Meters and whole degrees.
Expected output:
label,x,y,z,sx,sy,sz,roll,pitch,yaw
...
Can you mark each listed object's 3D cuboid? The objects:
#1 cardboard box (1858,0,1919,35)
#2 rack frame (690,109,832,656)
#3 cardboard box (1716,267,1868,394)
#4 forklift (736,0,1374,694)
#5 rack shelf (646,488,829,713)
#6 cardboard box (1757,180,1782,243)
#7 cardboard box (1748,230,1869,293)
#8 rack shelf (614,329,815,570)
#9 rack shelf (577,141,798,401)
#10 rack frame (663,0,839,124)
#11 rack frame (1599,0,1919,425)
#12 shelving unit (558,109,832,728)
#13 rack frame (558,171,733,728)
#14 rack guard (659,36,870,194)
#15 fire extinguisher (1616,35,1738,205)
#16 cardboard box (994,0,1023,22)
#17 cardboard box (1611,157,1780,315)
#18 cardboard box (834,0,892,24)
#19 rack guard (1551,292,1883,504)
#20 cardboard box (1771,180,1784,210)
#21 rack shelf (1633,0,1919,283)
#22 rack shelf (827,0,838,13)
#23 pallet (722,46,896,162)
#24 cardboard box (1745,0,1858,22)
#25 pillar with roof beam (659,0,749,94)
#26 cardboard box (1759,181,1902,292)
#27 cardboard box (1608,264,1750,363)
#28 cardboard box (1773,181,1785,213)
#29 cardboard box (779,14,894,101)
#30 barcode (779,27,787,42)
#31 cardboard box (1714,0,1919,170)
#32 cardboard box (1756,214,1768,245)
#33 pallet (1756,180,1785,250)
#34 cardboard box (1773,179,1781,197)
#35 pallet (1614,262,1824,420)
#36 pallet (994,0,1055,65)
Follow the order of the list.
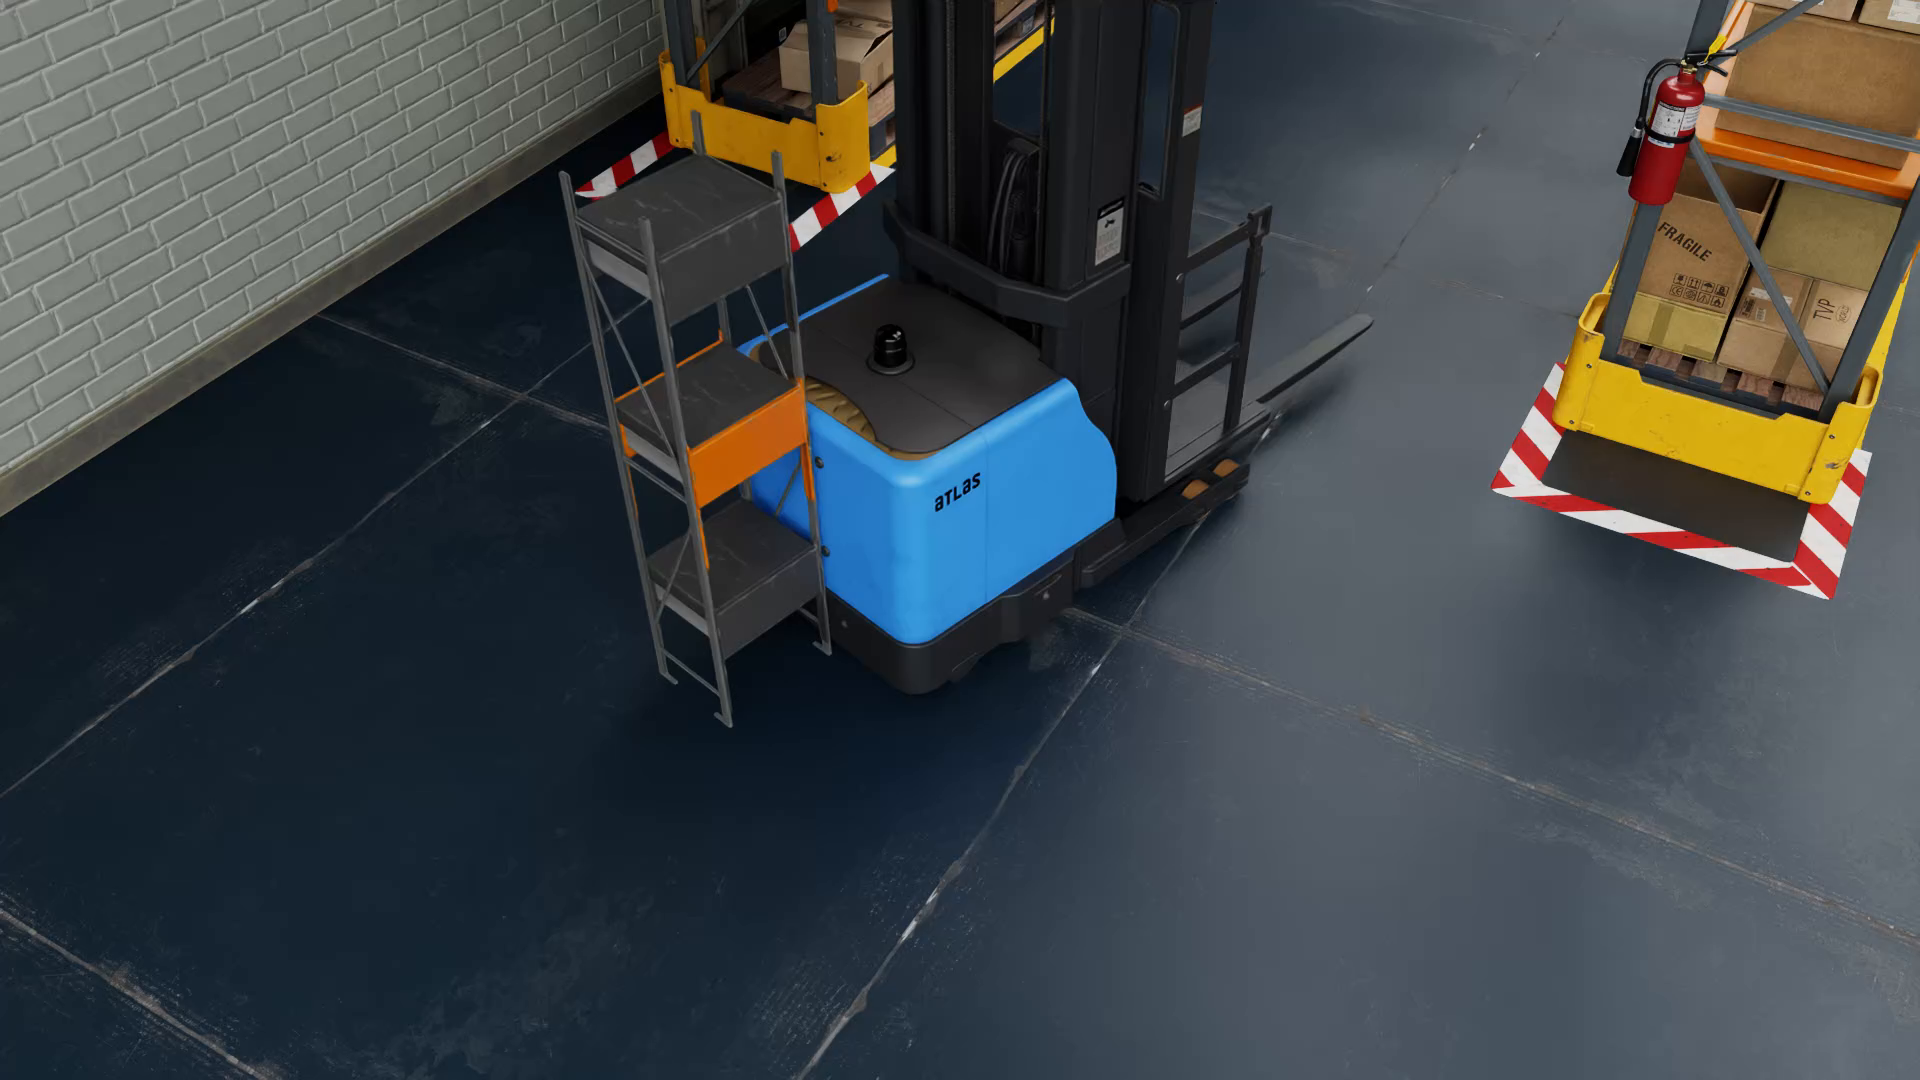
label,x,y,z,sx,sy,sz,roll,pitch,yaw
cardboard box,3.581,-1.998,6.182,0.380,0.149,0.250,21,45,22
rack frame,-0.649,-0.435,5.637,0.400,2.100,0.015,32,52,31
cardboard box,3.659,-0.922,7.291,0.500,0.250,0.500,21,45,22
forklift,0.563,-1.403,6.125,3.031,2.935,1.130,-32,51,-31
rack shelf,-0.805,0.213,5.989,0.431,0.518,0.480,32,52,31
cardboard box,3.699,-1.670,8.140,0.500,0.250,0.500,21,45,22
cardboard box,3.906,-1.210,7.617,0.500,0.250,0.500,21,45,22
rack shelf,-0.817,-0.303,5.517,0.431,0.518,0.480,32,52,31
rack shelf,-0.829,-0.820,5.045,0.431,0.518,0.480,32,52,31
rack frame,-1.092,-3.200,8.114,1.000,3.000,0.127,21,45,22
rack frame,3.198,-1.563,6.256,1.000,3.000,0.127,21,45,22
shelving unit,-0.817,-0.314,5.508,0.431,2.100,0.503,32,52,31
rack frame,-0.985,-0.192,5.379,0.400,2.100,0.015,32,52,31
rack guard,-1.054,-2.305,8.989,1.175,0.500,0.348,21,45,22
fire extinguisher,2.737,-1.620,6.379,0.296,0.674,0.183,21,45,22
cardboard box,0.028,-3.522,10.038,0.700,0.500,0.500,18,45,19
cardboard box,3.209,-1.376,7.238,0.500,0.500,0.500,21,45,22
cardboard box,-0.383,-3.048,9.643,0.500,0.311,0.500,25,47,25
rack guard,3.186,-0.612,7.066,1.175,0.500,0.348,21,45,22
cardboard box,3.951,-1.956,8.464,0.500,0.250,0.500,21,45,22
rack shelf,4.199,-2.438,7.793,1.077,0.370,4.000,21,45,22
rack shelf,-0.091,-4.074,9.651,1.077,0.370,4.000,21,45,22
pallet,-0.617,-2.650,9.599,1.003,0.211,1.213,21,45,22
cardboard box,3.225,-2.126,6.328,0.380,0.149,0.250,20,45,21
pillar with roof beam,2.236,-4.714,5.294,9.100,9.000,0.400,21,45,22
cardboard box,3.908,-1.491,7.368,0.500,0.500,0.500,21,45,22
cardboard box,3.211,-1.094,7.485,0.500,0.250,0.500,21,45,22
cardboard box,4.147,-1.781,7.698,0.500,0.500,0.500,21,45,22
cardboard box,-0.668,-2.722,9.273,0.500,0.311,0.500,16,44,17
barcode,-1.005,-2.868,9.432,0.001,0.075,0.075,21,45,22
cardboard box,3.443,-1.864,6.521,0.700,0.500,0.500,21,45,22
cardboard box,3.451,-1.384,7.814,0.500,0.250,0.500,21,45,22
pallet,4.156,-1.664,8.479,1.003,0.211,1.213,21,45,22
cardboard box,3.697,-1.953,7.893,0.500,0.500,0.500,21,45,22
pallet,3.545,-0.968,7.690,1.003,0.211,1.213,21,45,22
pallet,-0.006,-3.345,10.389,1.003,0.211,1.213,21,45,22
